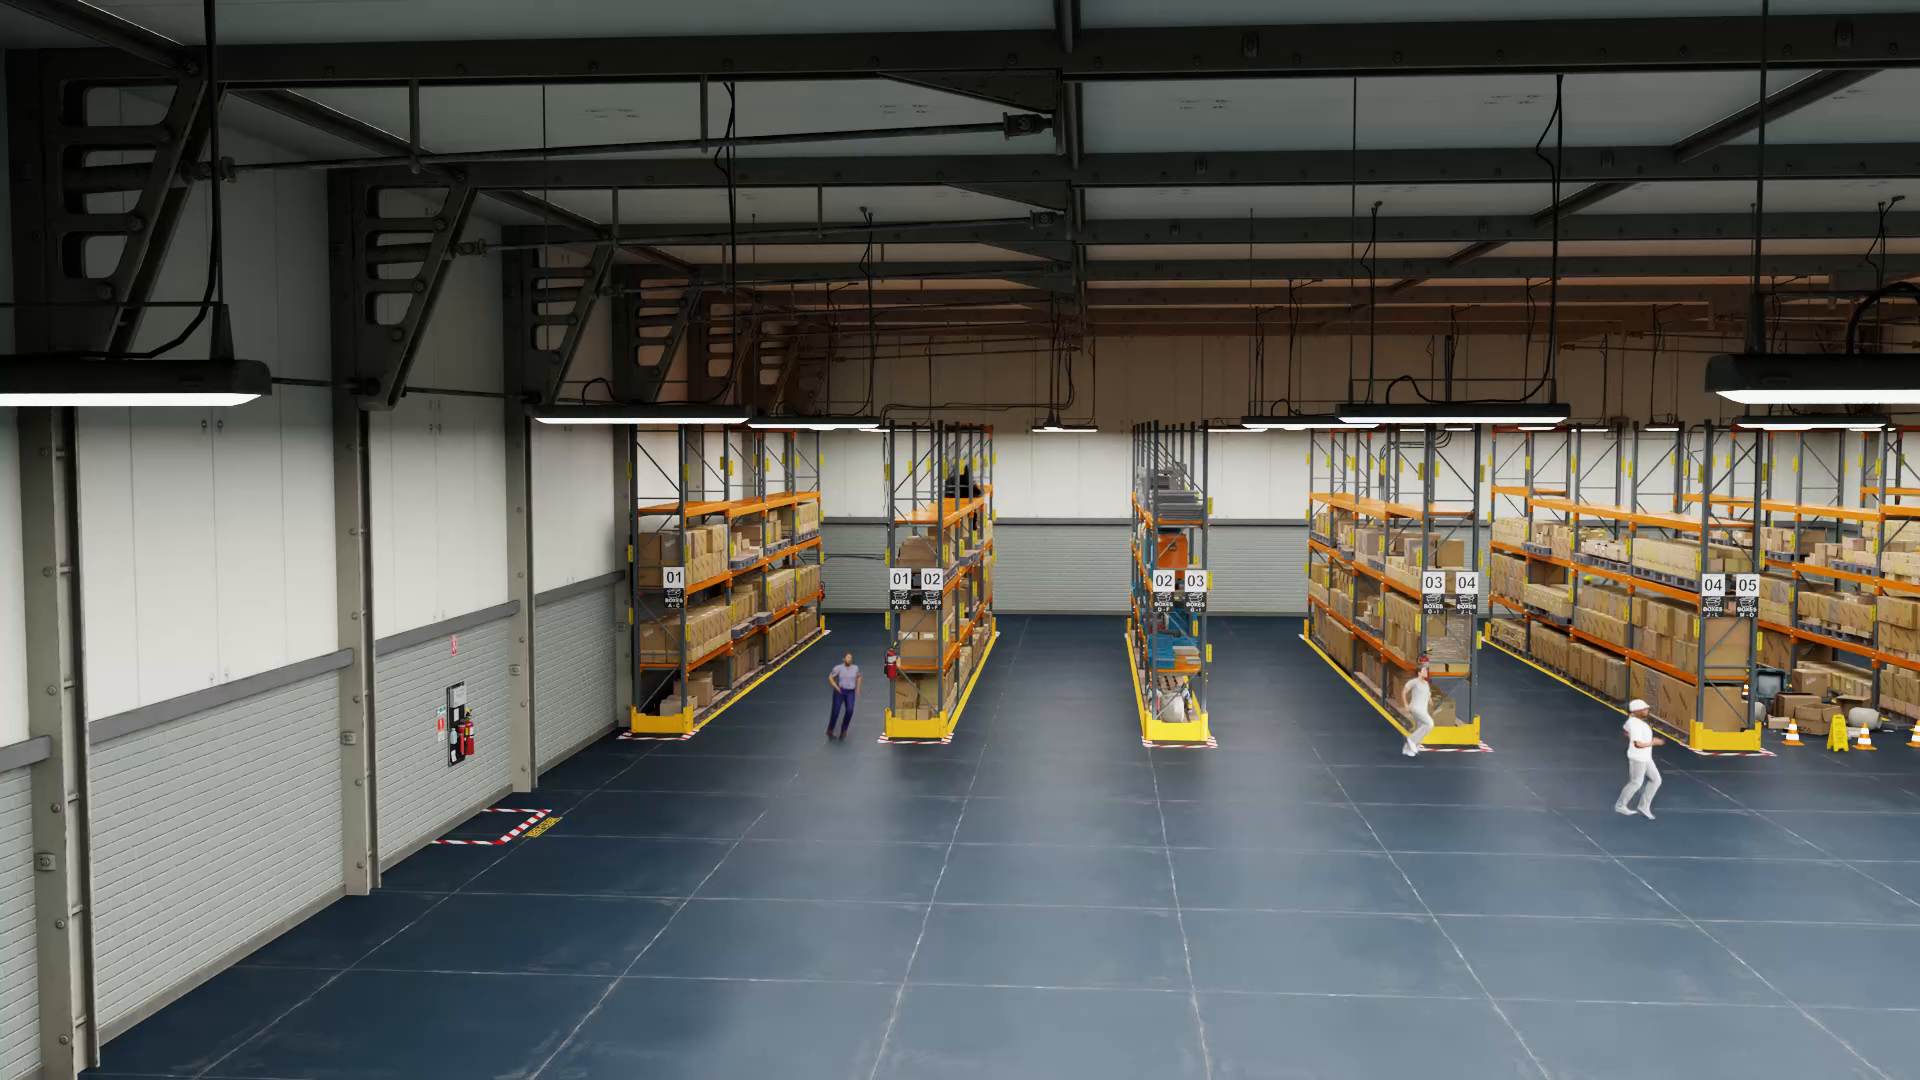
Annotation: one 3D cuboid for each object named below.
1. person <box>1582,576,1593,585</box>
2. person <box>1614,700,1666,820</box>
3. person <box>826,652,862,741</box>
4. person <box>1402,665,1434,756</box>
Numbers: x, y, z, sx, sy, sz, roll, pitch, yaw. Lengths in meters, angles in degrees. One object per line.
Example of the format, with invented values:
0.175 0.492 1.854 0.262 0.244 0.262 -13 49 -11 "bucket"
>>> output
17.820 1.873 47.225 0.576 1.721 0.681 0 4 -3 "person"
10.133 3.278 24.740 0.706 1.812 0.673 2 4 32 "person"
-2.174 2.946 31.405 0.689 1.654 0.677 -1 4 -12 "person"
8.245 3.033 29.643 0.583 1.603 0.568 -3 5 -42 "person"
